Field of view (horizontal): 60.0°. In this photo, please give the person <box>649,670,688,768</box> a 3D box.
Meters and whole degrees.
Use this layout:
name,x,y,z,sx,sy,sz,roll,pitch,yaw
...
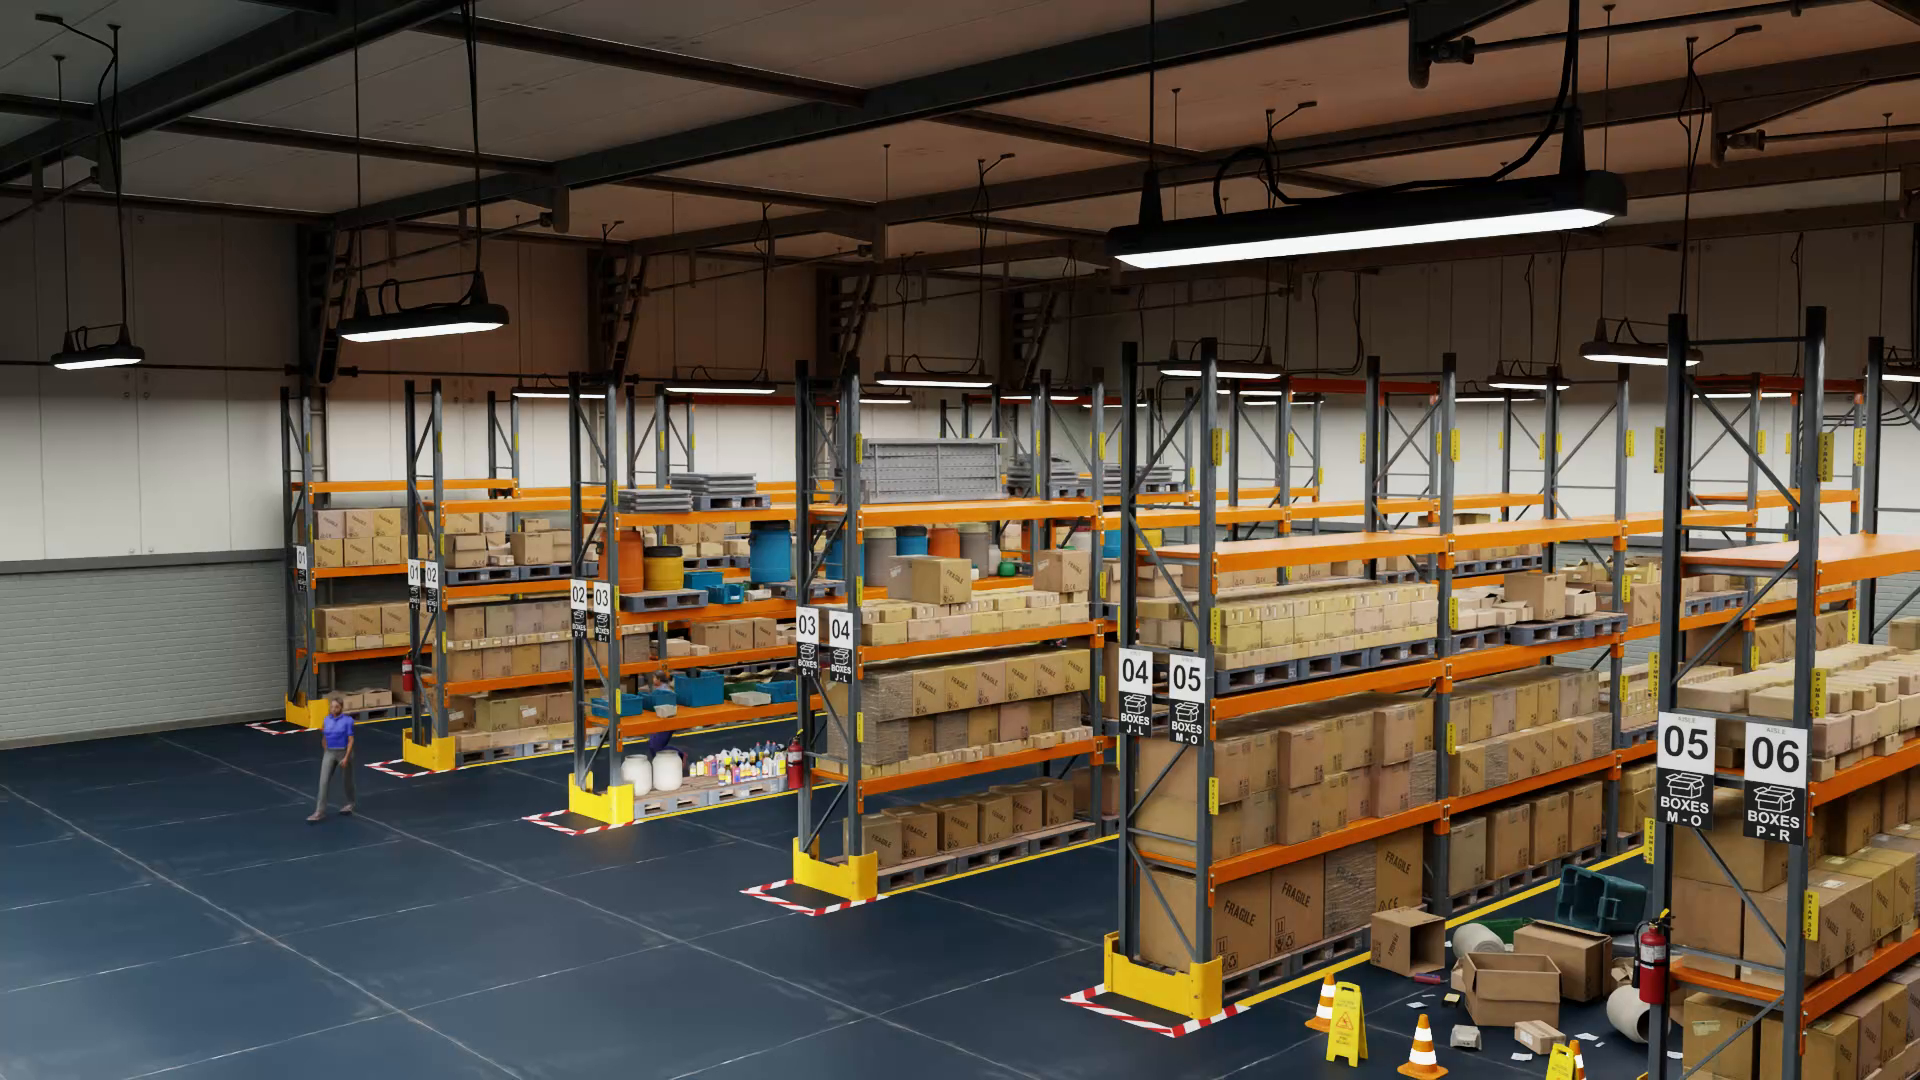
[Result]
name,x,y,z,sx,sy,sz,roll,pitch,yaw
person,-4.409,2.768,25.032,0.567,1.620,0.538,-2,4,-28

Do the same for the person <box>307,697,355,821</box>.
name,x,y,z,sx,sy,sz,roll,pitch,yaw
person,-8.398,2.908,22.321,0.522,1.609,0.929,0,4,-6
